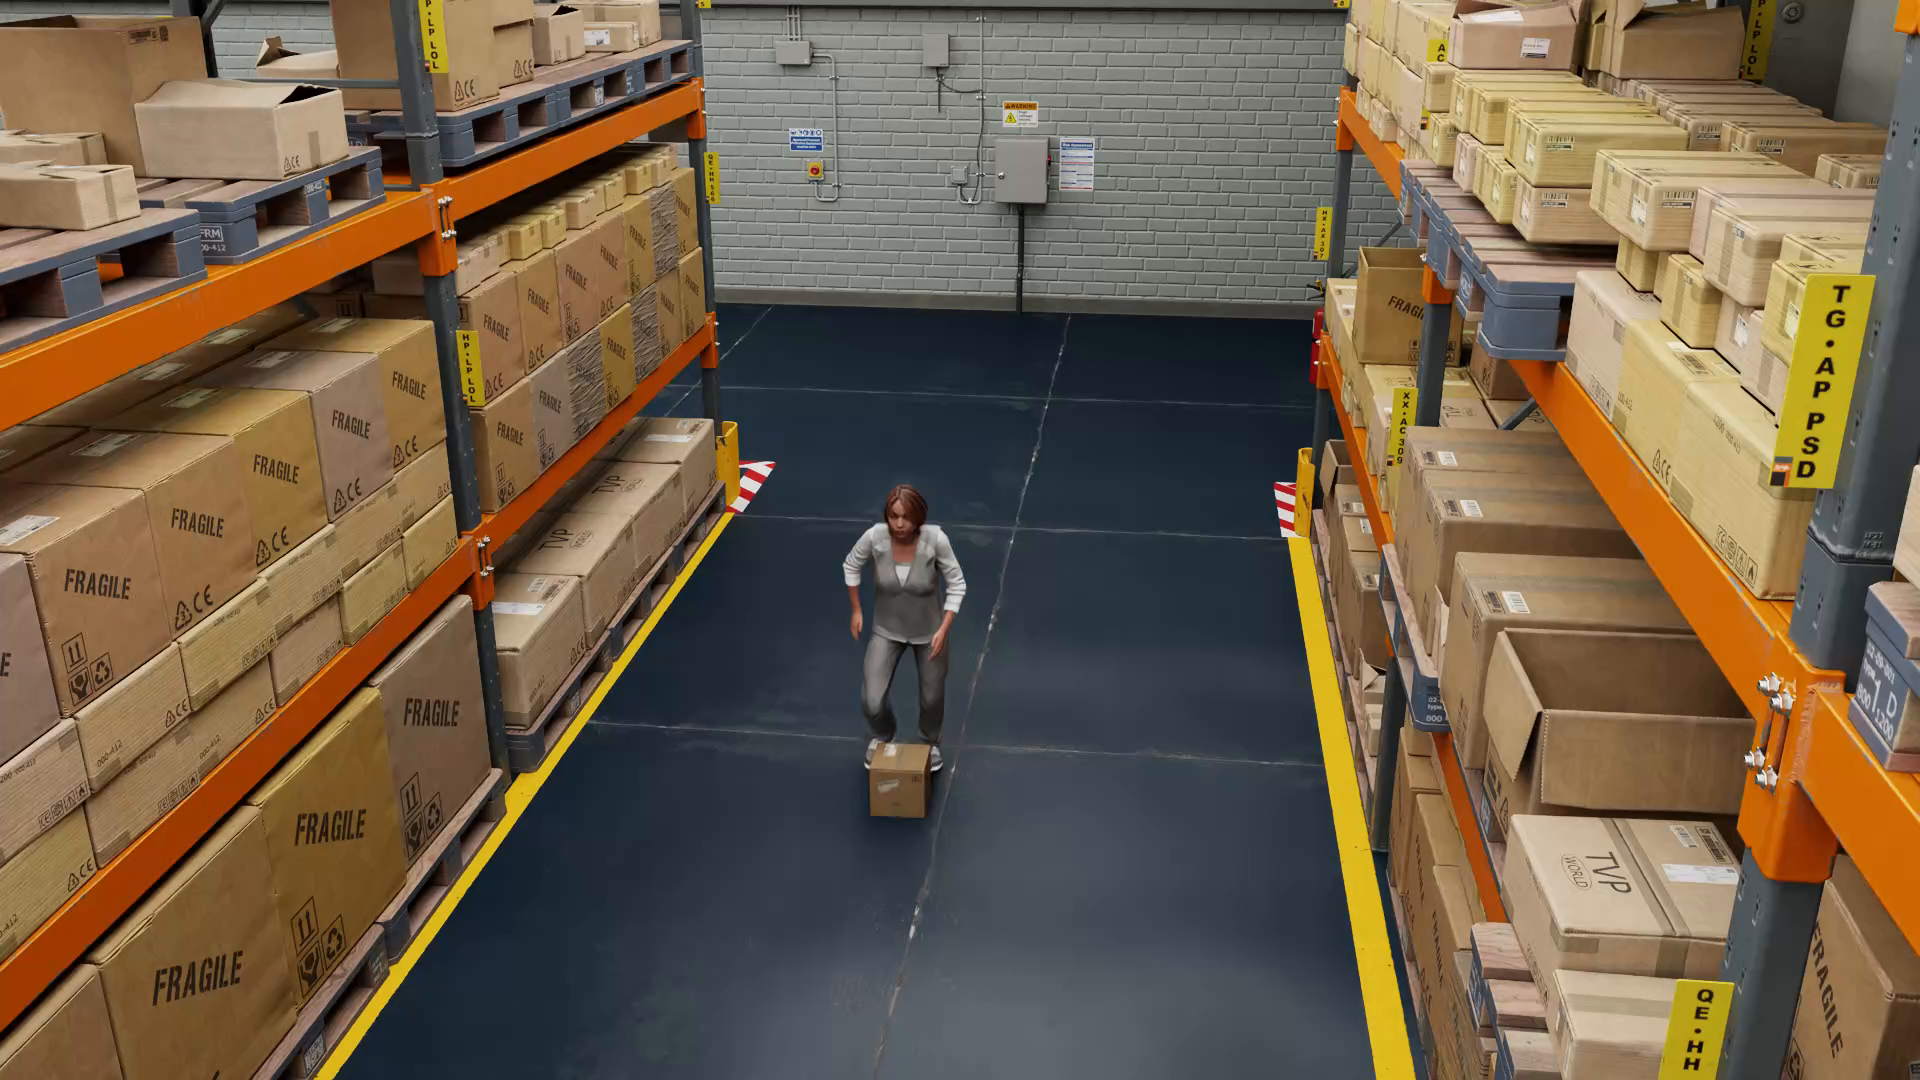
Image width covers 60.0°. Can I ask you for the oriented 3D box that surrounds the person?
[{"bbox_3d":[-0.254,0.424,7.628,0.566,1.509,0.604,1,22,2],"label":"person"}]
